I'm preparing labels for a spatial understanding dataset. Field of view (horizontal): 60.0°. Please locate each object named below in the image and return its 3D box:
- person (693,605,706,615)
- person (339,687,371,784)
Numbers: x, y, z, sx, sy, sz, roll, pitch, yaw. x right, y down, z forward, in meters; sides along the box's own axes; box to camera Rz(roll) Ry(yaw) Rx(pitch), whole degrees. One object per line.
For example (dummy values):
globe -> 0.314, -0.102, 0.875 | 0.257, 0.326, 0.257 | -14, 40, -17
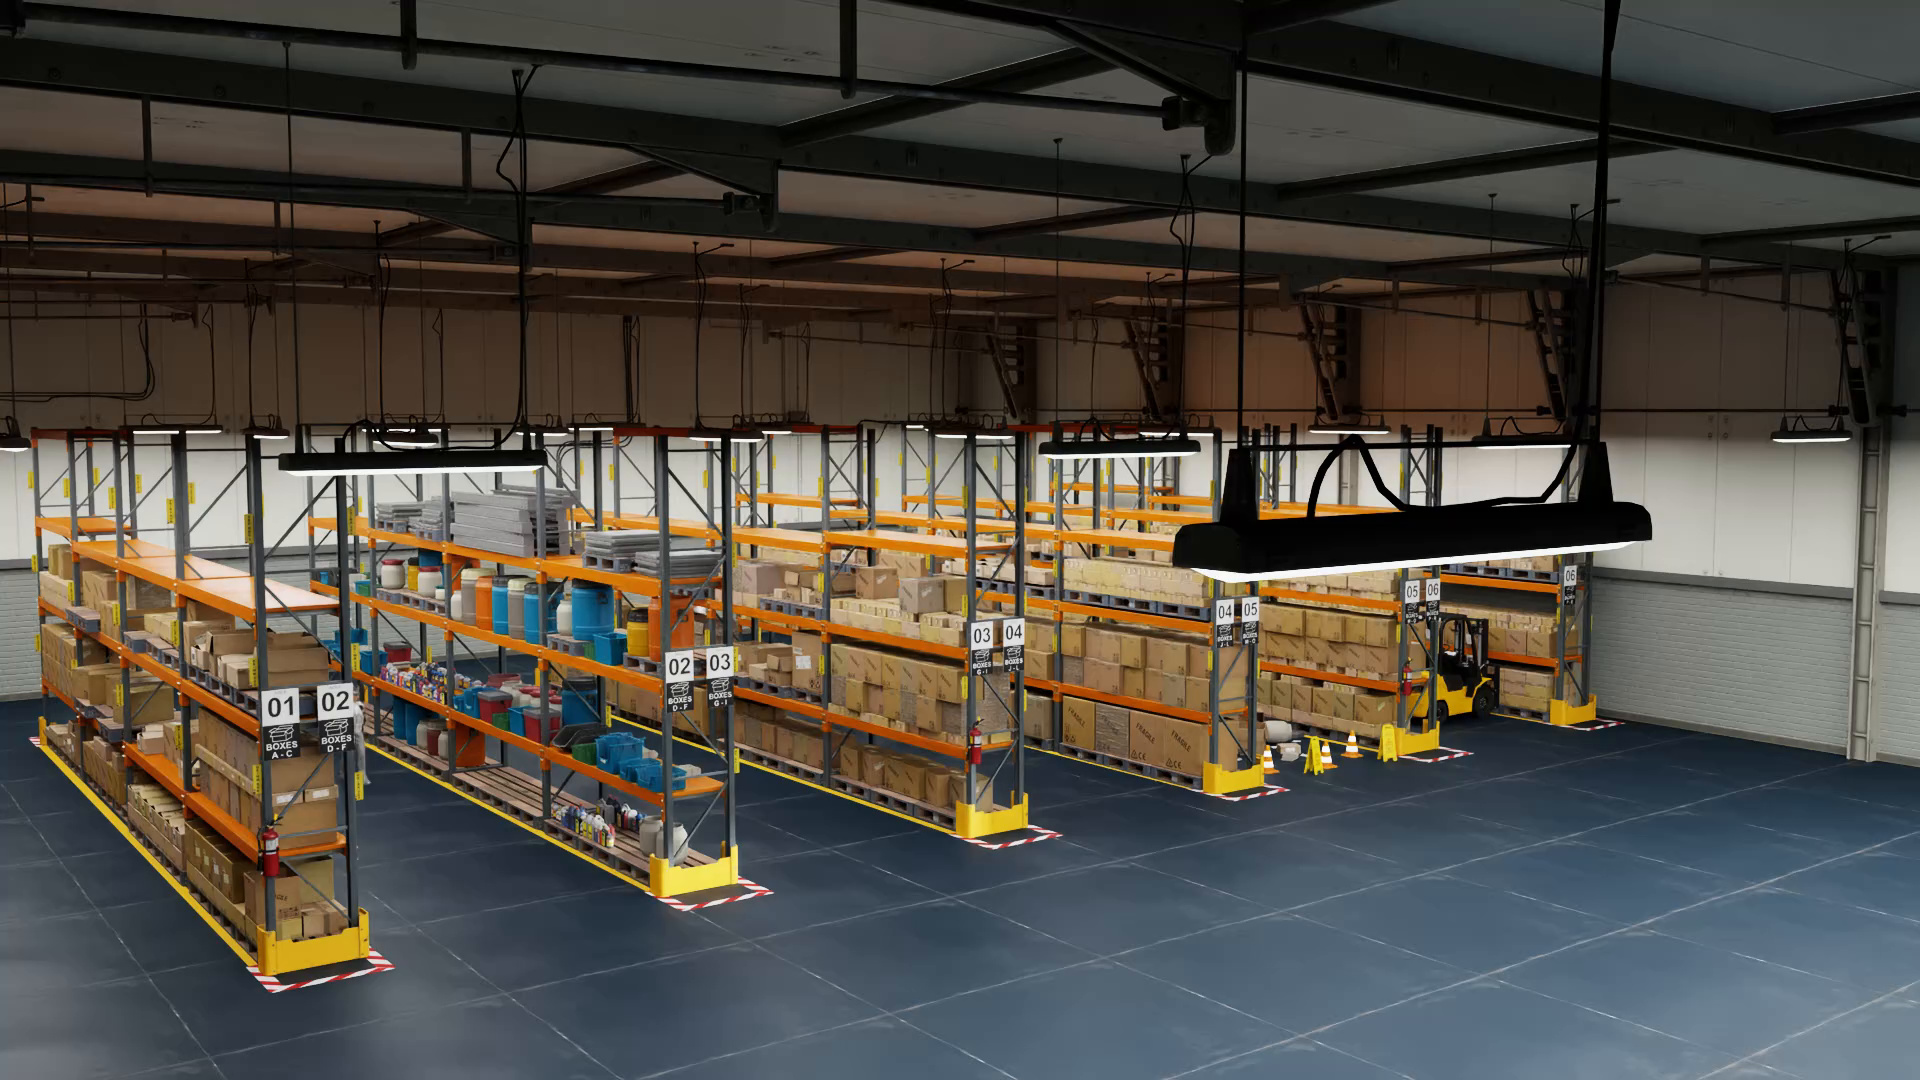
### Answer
person -> -6.557, 2.302, 41.134 | 0.675, 1.655, 0.880 | -2, 5, -20
person -> -10.281, 3.293, 28.246 | 0.934, 1.612, 0.467 | 4, 6, 43
